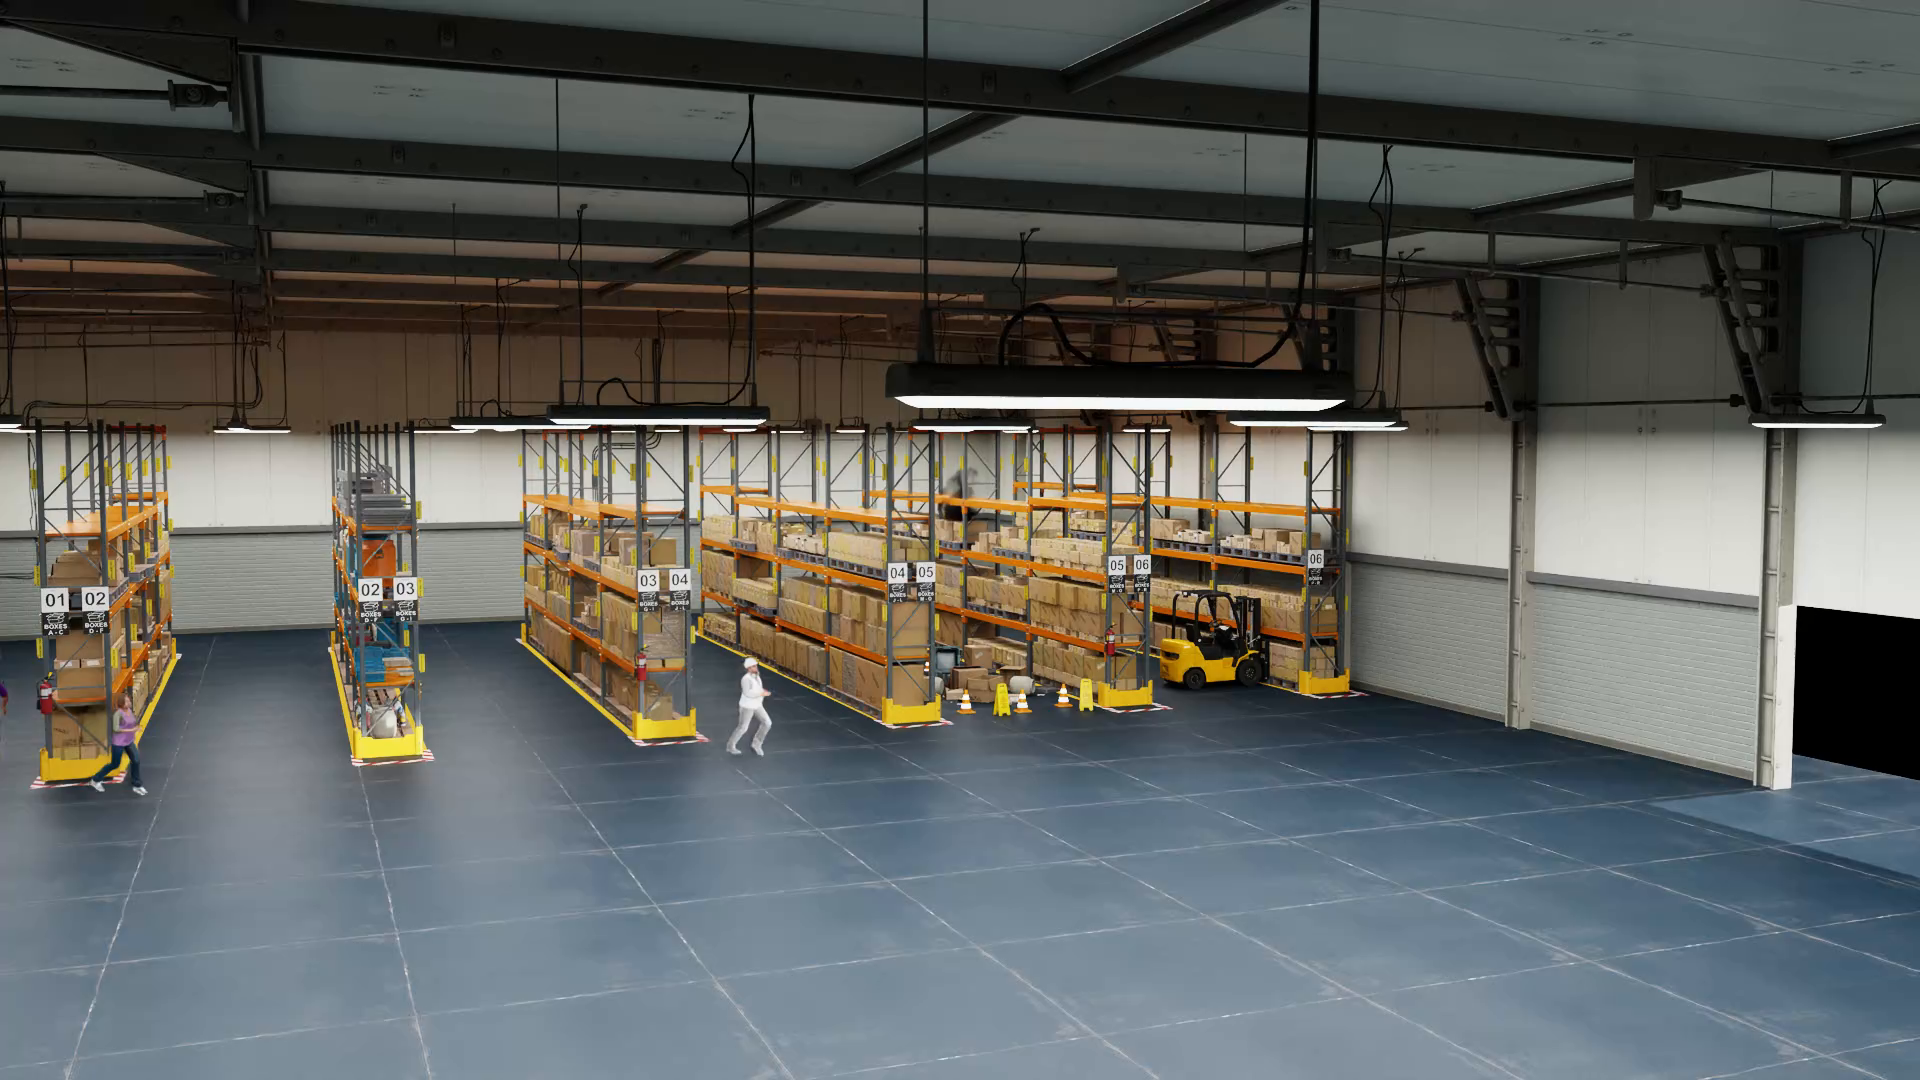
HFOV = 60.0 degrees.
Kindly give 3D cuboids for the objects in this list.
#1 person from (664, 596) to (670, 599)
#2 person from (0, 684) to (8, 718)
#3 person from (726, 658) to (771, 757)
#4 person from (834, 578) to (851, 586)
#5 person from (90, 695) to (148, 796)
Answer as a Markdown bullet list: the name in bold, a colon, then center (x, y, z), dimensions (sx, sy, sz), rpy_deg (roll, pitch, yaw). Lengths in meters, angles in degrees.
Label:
- **person**: center (-8.460, 1.967, 46.998), dimensions (0.673, 1.673, 0.629), rpy_deg (0, 4, -4)
- **person**: center (-16.597, 3.061, 28.333), dimensions (0.700, 1.762, 0.956), rpy_deg (-2, 4, -32)
- **person**: center (-3.727, 2.983, 29.670), dimensions (0.874, 1.788, 0.662), rpy_deg (2, 4, 23)
- **person**: center (-3.685, 1.662, 51.017), dimensions (0.724, 1.819, 0.654), rpy_deg (-1, 4, -20)
- **person**: center (-13.370, 3.269, 26.466), dimensions (0.871, 1.623, 0.550), rpy_deg (1, 4, 9)
